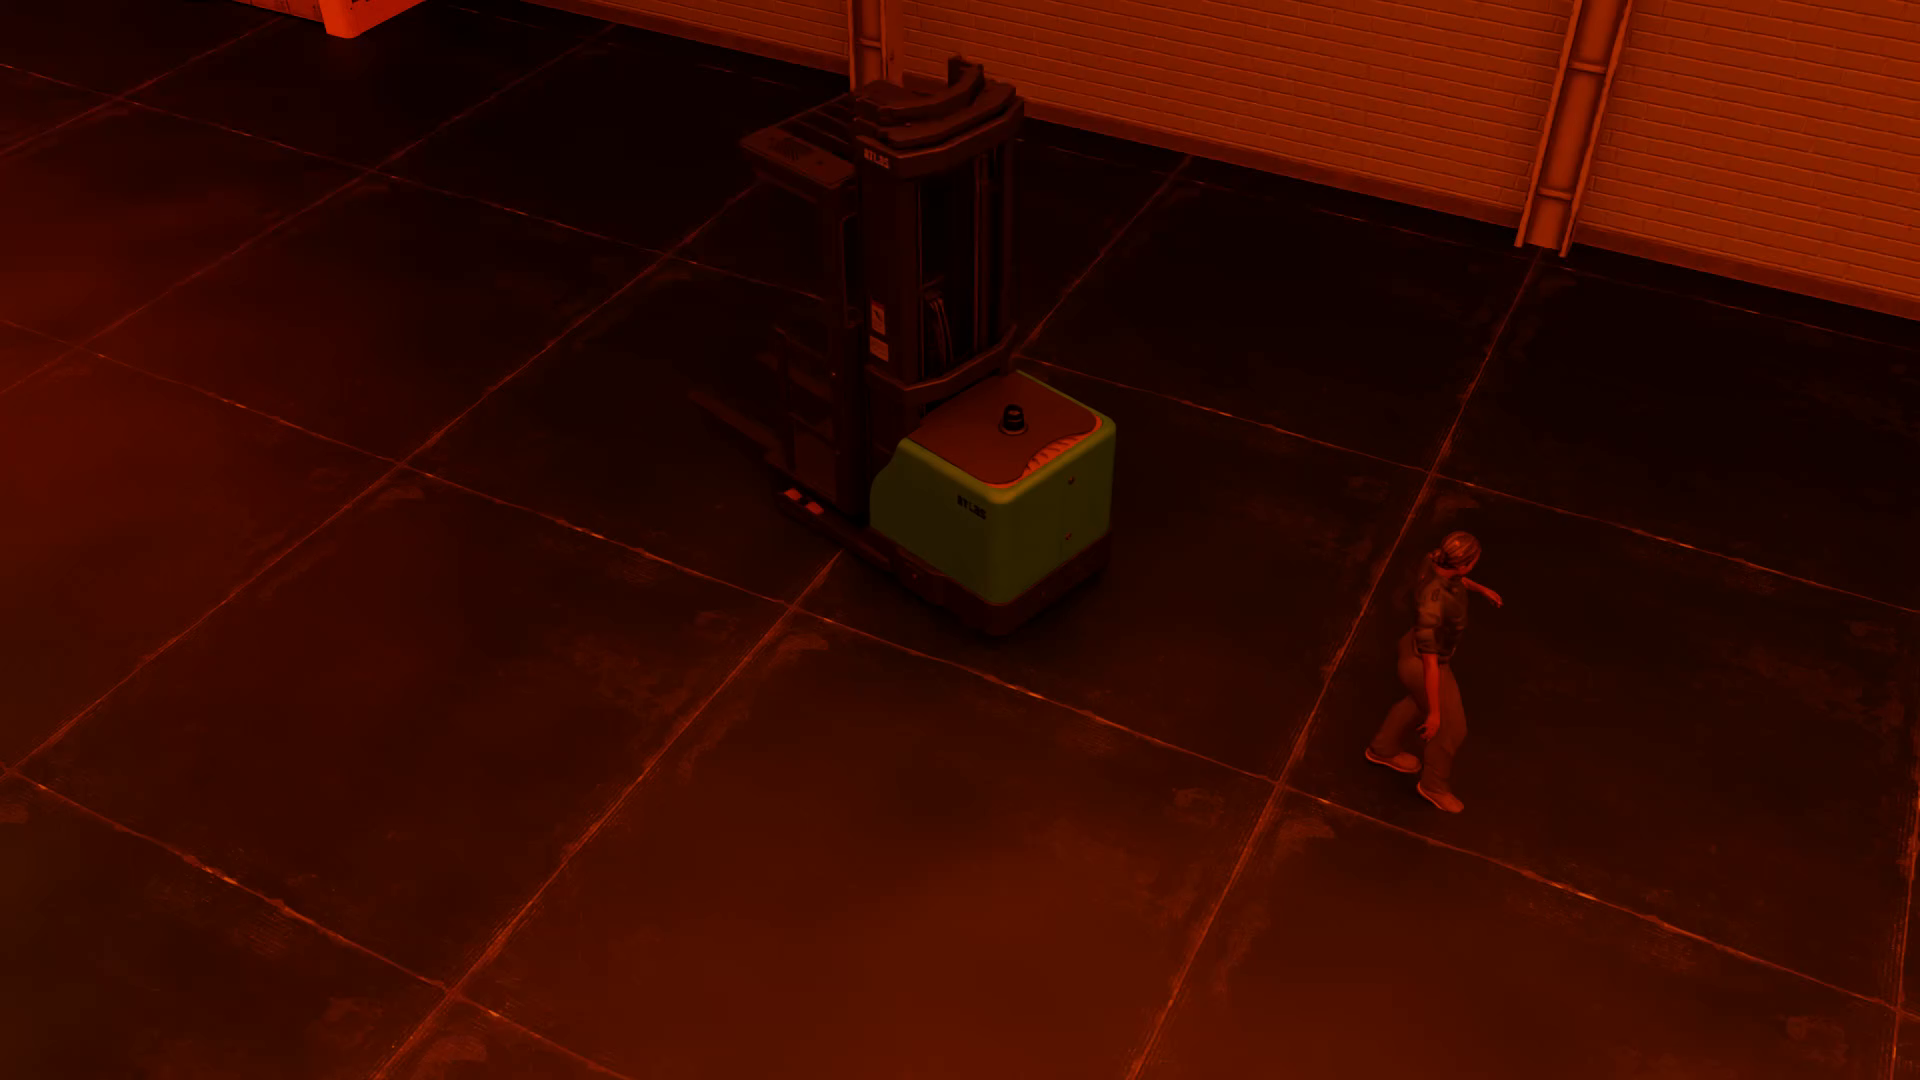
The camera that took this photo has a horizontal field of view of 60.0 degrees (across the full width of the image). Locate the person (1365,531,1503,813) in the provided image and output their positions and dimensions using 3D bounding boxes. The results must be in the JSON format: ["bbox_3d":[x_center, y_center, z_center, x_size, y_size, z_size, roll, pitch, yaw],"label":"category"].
[{"bbox_3d":[2.407,0.651,8.269,0.551,1.687,0.899,10,41,12],"label":"person"}]

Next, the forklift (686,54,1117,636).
[{"bbox_3d":[-0.507,-1.406,9.656,3.031,2.935,1.130,32,49,32],"label":"forklift"}]
